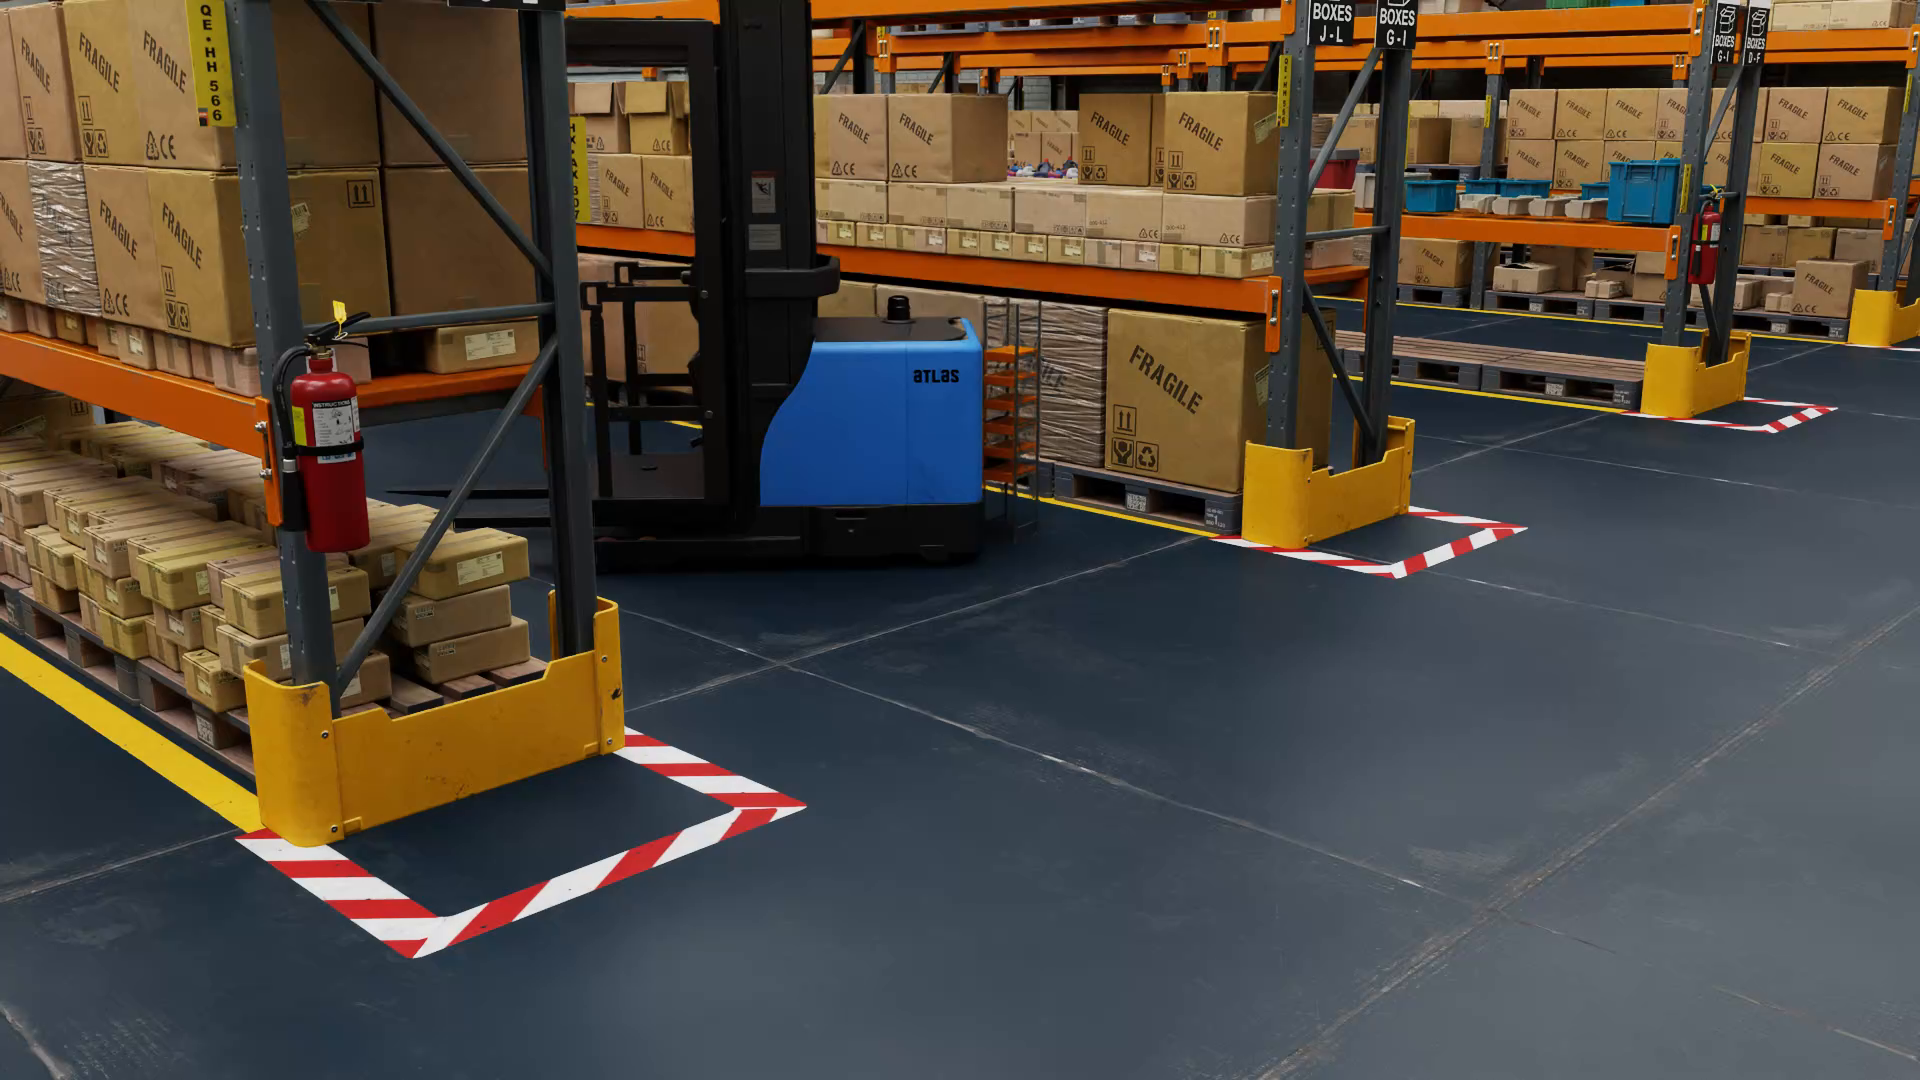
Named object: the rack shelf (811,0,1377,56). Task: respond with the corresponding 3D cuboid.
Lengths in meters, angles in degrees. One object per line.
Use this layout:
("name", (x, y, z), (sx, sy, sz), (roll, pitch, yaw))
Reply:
("rack shelf", (0.477, -2.991, 9.441), (4.000, 0.370, 1.077), (14, 20, 42))

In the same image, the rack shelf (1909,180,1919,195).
("rack shelf", (10.791, -4.237, 20.171), (4.000, 0.370, 1.077), (14, 20, 42))

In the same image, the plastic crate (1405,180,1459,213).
("plastic crate", (3.698, -2.698, 13.050), (0.300, 0.233, 0.416), (14, 20, 42))

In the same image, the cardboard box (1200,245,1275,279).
("cardboard box", (1.432, -1.419, 8.427), (0.380, 0.149, 0.250), (-14, 20, -43))

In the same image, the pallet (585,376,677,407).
("pallet", (-2.453, -1.223, 12.709), (1.213, 0.211, 1.003), (14, 20, 42))

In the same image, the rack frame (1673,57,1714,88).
("rack frame", (9.352, -4.935, 21.423), (0.127, 3.000, 1.000), (14, 20, 42))

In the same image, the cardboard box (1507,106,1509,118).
("cardboard box", (7.742, -5.805, 22.446), (0.500, 0.250, 0.500), (13, 20, 41))

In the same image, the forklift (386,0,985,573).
("forklift", (-1.415, -1.401, 7.998), (3.031, 2.935, 1.130), (-1, 15, -3))

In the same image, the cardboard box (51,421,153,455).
("cardboard box", (-4.041, -0.452, 7.858), (0.380, 0.149, 0.250), (-14, 20, -43))

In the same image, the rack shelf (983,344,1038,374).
("rack shelf", (0.258, -0.900, 8.253), (0.180, 0.103, 0.258), (9, 17, 31))

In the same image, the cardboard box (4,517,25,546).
("cardboard box", (-3.802, -0.089, 7.058), (0.250, 0.149, 0.380), (12, 19, 39))

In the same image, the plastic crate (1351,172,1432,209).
("plastic crate", (3.447, -2.808, 13.375), (0.530, 0.282, 0.437), (14, 20, 42))

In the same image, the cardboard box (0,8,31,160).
("cardboard box", (-3.229, -1.636, 5.992), (0.500, 0.500, 0.500), (13, 19, 40))

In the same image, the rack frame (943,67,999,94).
("rack frame", (0.157, -5.435, 23.344), (0.127, 3.000, 1.000), (14, 20, 42))

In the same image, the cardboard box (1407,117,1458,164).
("cardboard box", (5.191, -4.519, 18.796), (0.700, 0.500, 0.500), (-11, 18, -35))

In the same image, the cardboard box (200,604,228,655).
("cardboard box", (-2.327, 0.281, 5.635), (0.250, 0.149, 0.380), (13, 19, 41))

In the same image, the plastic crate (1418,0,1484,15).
("plastic crate", (3.695, -4.077, 12.705), (0.530, 0.136, 0.437), (14, 20, 42))

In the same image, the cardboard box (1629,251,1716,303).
("cardboard box", (7.272, -2.712, 16.971), (0.637, 0.503, 0.797), (14, 20, 42))

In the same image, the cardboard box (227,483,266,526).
("cardboard box", (-2.701, -0.147, 6.688), (0.250, 0.149, 0.380), (14, 20, 43))

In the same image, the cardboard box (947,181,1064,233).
("cardboard box", (0.275, -1.914, 9.537), (0.500, 0.250, 0.500), (14, 20, 42))

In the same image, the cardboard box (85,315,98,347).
("cardboard box", (-2.896, -0.781, 5.978), (0.250, 0.149, 0.380), (13, 19, 40))

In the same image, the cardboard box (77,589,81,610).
("cardboard box", (-3.235, 0.195, 6.556), (0.380, 0.149, 0.250), (-14, 20, -43))

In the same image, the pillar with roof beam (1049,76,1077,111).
("pillar with roof beam", (-1.171, -9.191, 25.861), (0.400, 9.000, 9.100), (14, 20, 42))

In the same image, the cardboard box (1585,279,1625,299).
("cardboard box", (6.698, -2.615, 17.265), (0.250, 0.166, 0.380), (14, 20, 42))

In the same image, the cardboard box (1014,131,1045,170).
("cardboard box", (1.078, -5.254, 22.450), (0.500, 0.500, 0.500), (-13, 19, -40))

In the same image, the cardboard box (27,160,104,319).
("cardboard box", (-2.840, -1.058, 5.754), (0.500, 0.500, 0.500), (14, 20, 42))

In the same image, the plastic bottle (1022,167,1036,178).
("plastic bottle", (0.681, -3.400, 15.777), (0.135, 0.276, 0.152), (14, 20, 42))

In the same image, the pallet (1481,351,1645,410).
("pallet", (4.788, -1.239, 12.768), (1.213, 0.211, 1.003), (14, 20, 42))

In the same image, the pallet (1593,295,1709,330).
("pallet", (7.292, -2.352, 17.040), (1.213, 0.211, 1.003), (14, 20, 42))

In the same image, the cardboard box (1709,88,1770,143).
("cardboard box", (7.543, -4.074, 15.936), (0.500, 0.500, 0.500), (-14, 20, -43))

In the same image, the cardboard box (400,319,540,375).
("cardboard box", (-1.604, -0.650, 5.475), (0.250, 0.149, 0.380), (13, 20, 42))

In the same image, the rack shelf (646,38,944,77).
("rack shelf", (-1.844, -5.290, 18.265), (4.000, 0.370, 1.077), (14, 20, 42))

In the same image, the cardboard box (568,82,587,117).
("cardboard box", (-2.860, -3.226, 12.677), (0.797, 0.503, 0.637), (-14, 20, -43))

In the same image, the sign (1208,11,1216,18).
("sign", (2.092, -4.493, 13.761), (0.005, 0.325, 0.100), (14, 20, 42))

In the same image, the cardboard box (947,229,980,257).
("cardboard box", (0.143, -1.732, 9.627), (0.250, 0.149, 0.380), (13, 19, 41))

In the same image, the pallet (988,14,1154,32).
("pallet", (1.025, -4.814, 15.386), (1.213, 0.211, 1.003), (14, 20, 42))

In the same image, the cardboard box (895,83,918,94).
("cardboard box", (-0.531, -6.276, 23.800), (0.500, 0.500, 0.700), (14, 20, 42))

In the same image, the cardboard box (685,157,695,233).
("cardboard box", (-1.489, -2.319, 11.183), (0.500, 0.500, 0.500), (14, 20, 42))

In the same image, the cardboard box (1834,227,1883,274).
("cardboard box", (10.935, -3.508, 20.073), (0.500, 0.500, 0.700), (13, 19, 40))

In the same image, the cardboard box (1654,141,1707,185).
("cardboard box", (7.190, -3.679, 16.406), (0.500, 0.500, 0.500), (13, 20, 41))

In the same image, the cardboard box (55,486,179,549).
("cardboard box", (-3.267, -0.091, 6.473), (0.250, 0.149, 0.380), (14, 20, 42))

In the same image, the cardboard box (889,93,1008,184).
("cardboard box", (-0.068, -2.364, 9.776), (0.500, 0.500, 0.500), (13, 19, 40))

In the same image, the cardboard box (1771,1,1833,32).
("cardboard box", (7.890, -4.846, 15.429), (0.500, 0.250, 0.500), (14, 20, 42))

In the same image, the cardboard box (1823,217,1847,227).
("cardboard box", (10.791, -3.927, 20.394), (0.250, 0.149, 0.380), (13, 20, 41))

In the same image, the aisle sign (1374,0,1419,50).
("aisle sign", (2.177, -2.838, 8.218), (0.004, 0.787, 0.394), (14, 20, 42))

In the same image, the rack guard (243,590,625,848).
("rack guard", (-1.653, 0.541, 5.364), (0.348, 0.500, 1.175), (14, 20, 42))

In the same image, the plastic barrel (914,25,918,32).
("plastic barrel", (-0.415, -5.453, 17.239), (0.421, 0.512, 0.421), (0, 15, 0))

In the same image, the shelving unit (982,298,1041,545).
("shelving unit", (0.258, -0.594, 8.332), (0.189, 1.200, 0.258), (9, 17, 31))

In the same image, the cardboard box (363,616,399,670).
("cardboard box", (-1.999, 0.340, 5.998), (0.250, 0.149, 0.380), (14, 20, 42))

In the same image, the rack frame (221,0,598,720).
("rack frame", (-1.599, -0.655, 4.998), (0.127, 3.000, 1.000), (14, 20, 42))

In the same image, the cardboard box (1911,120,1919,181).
("cardboard box", (11.326, -4.593, 19.515), (0.700, 0.700, 0.980), (13, 20, 42))

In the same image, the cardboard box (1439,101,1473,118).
("cardboard box", (7.007, -5.980, 23.118), (0.500, 0.250, 0.500), (13, 20, 41))

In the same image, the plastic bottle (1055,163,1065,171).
("plastic bottle", (1.006, -3.587, 16.481), (0.133, 0.283, 0.061), (14, 20, 42))
